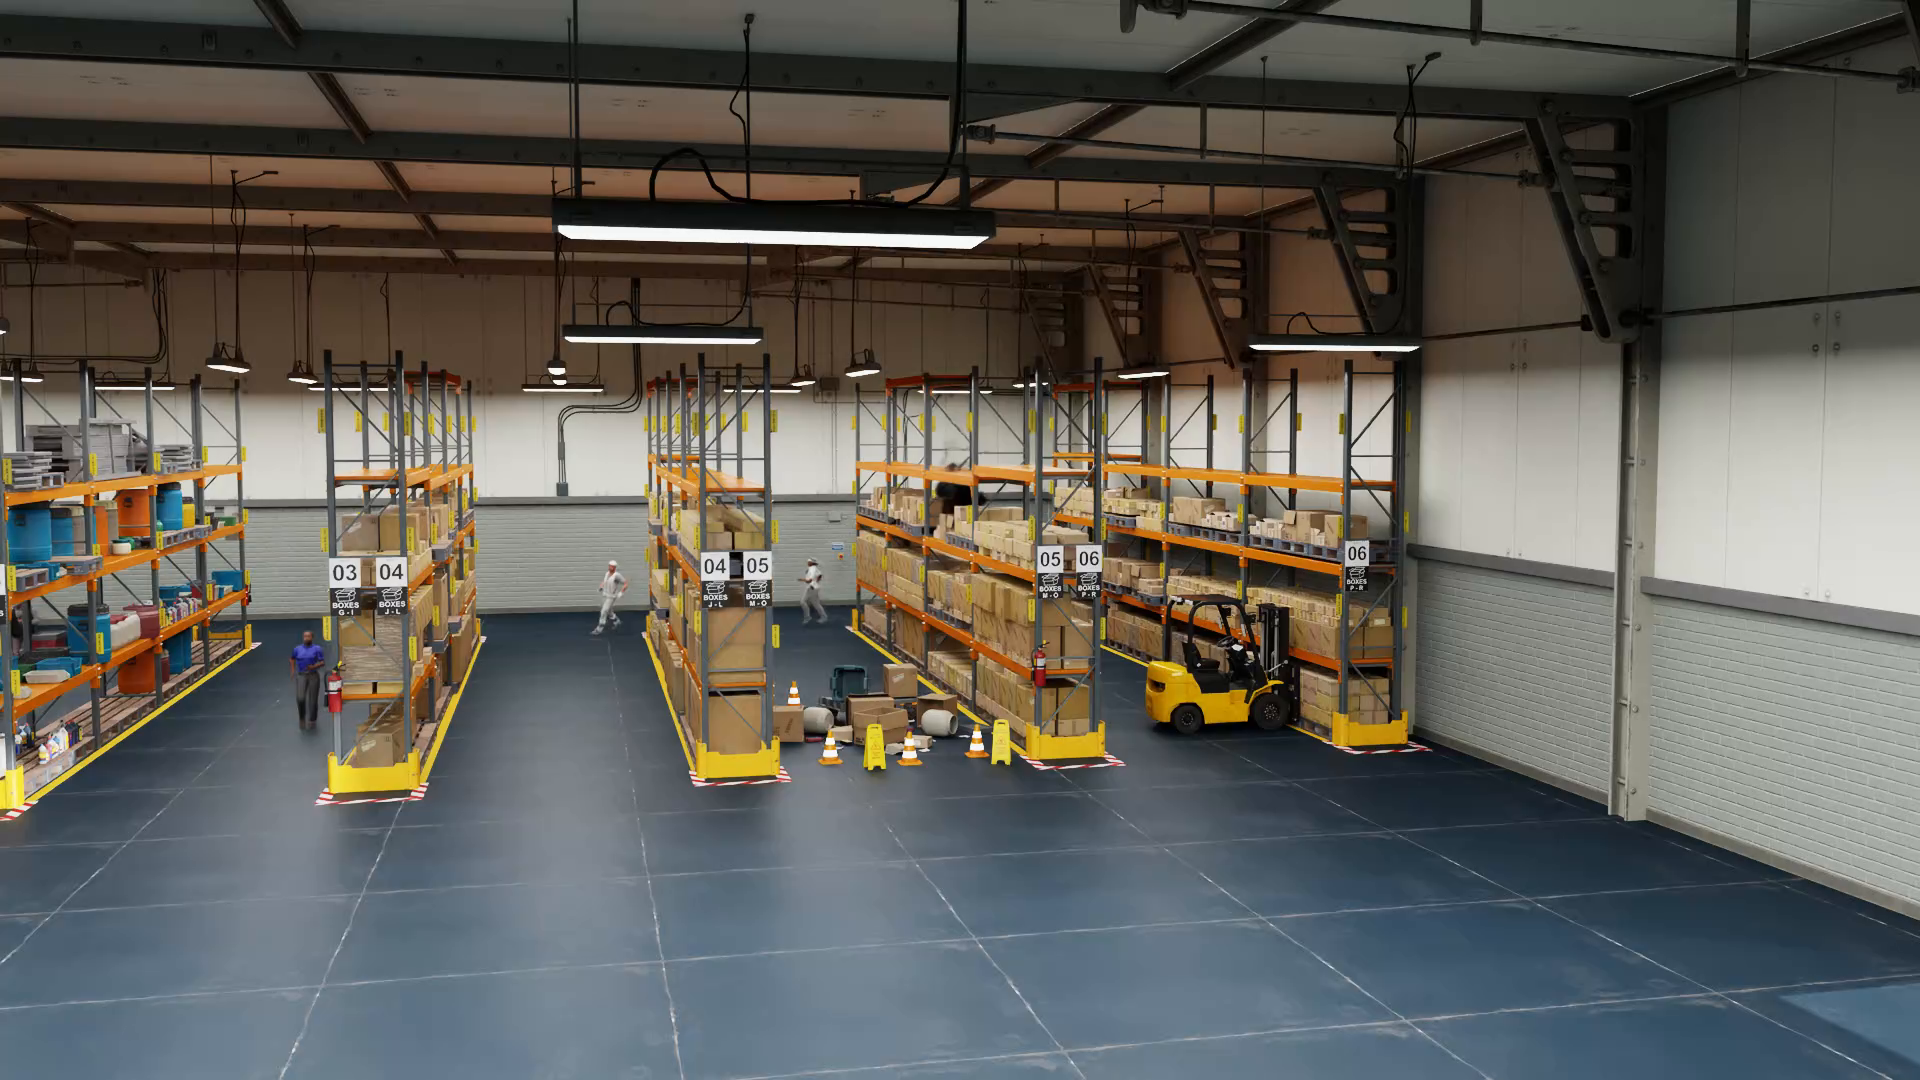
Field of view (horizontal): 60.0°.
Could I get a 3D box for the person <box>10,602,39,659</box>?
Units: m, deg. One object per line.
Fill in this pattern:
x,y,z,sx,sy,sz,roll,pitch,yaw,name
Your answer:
-18.054,1.895,31.985,0.645,1.734,0.928,-2,4,-21,person

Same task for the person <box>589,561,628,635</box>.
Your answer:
-8.307,1.357,39.490,0.716,1.752,0.987,3,5,40,person

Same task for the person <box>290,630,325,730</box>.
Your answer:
-10.661,2.291,27.160,0.555,1.642,0.660,-1,4,-17,person

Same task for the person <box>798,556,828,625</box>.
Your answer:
-3.685,1.271,41.480,0.735,1.753,0.540,-1,4,-9,person
